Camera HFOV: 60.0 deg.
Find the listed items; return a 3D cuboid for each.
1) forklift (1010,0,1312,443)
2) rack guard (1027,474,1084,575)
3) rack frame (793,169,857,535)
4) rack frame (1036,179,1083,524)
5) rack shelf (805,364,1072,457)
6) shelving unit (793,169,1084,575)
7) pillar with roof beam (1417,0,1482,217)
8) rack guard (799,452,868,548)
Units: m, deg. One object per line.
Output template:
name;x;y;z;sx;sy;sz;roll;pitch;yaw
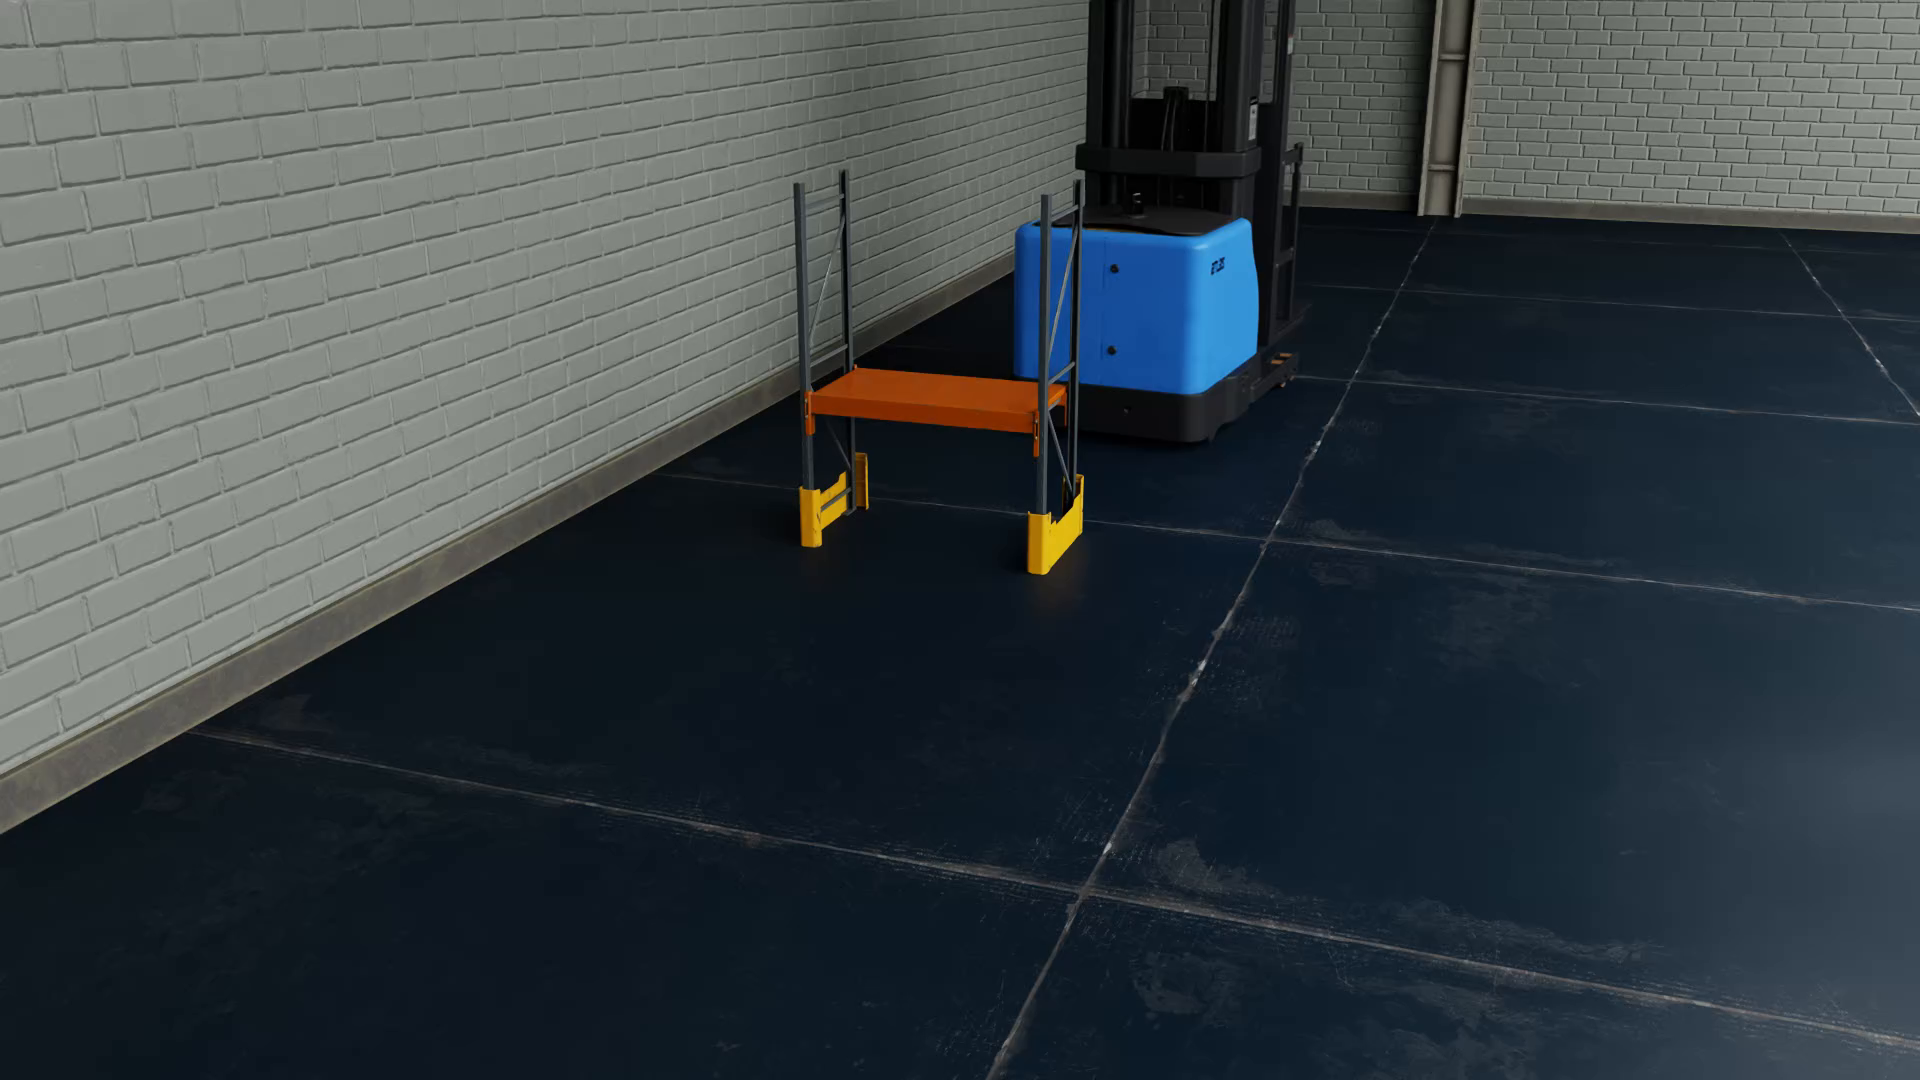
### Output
forklift;1.341;-2.312;9.256;1.130;2.935;3.031;9;21;23
rack guard;0.398;-0.072;6.904;0.087;0.250;0.587;7;20;18
rack frame;-0.561;-0.772;7.013;0.032;1.500;0.500;7;20;18
rack frame;0.400;-0.663;6.698;0.032;1.500;0.500;7;20;18
rack shelf;-0.081;-0.548;6.915;1.000;0.185;0.538;7;20;18
shelving unit;-0.072;-0.716;6.853;1.083;1.500;0.587;7;20;18
pillar with roof beam;3.244;-6.077;10.837;0.400;9.000;9.100;7;20;18
rack guard;-0.542;-0.180;7.213;0.087;0.250;0.587;7;20;18
